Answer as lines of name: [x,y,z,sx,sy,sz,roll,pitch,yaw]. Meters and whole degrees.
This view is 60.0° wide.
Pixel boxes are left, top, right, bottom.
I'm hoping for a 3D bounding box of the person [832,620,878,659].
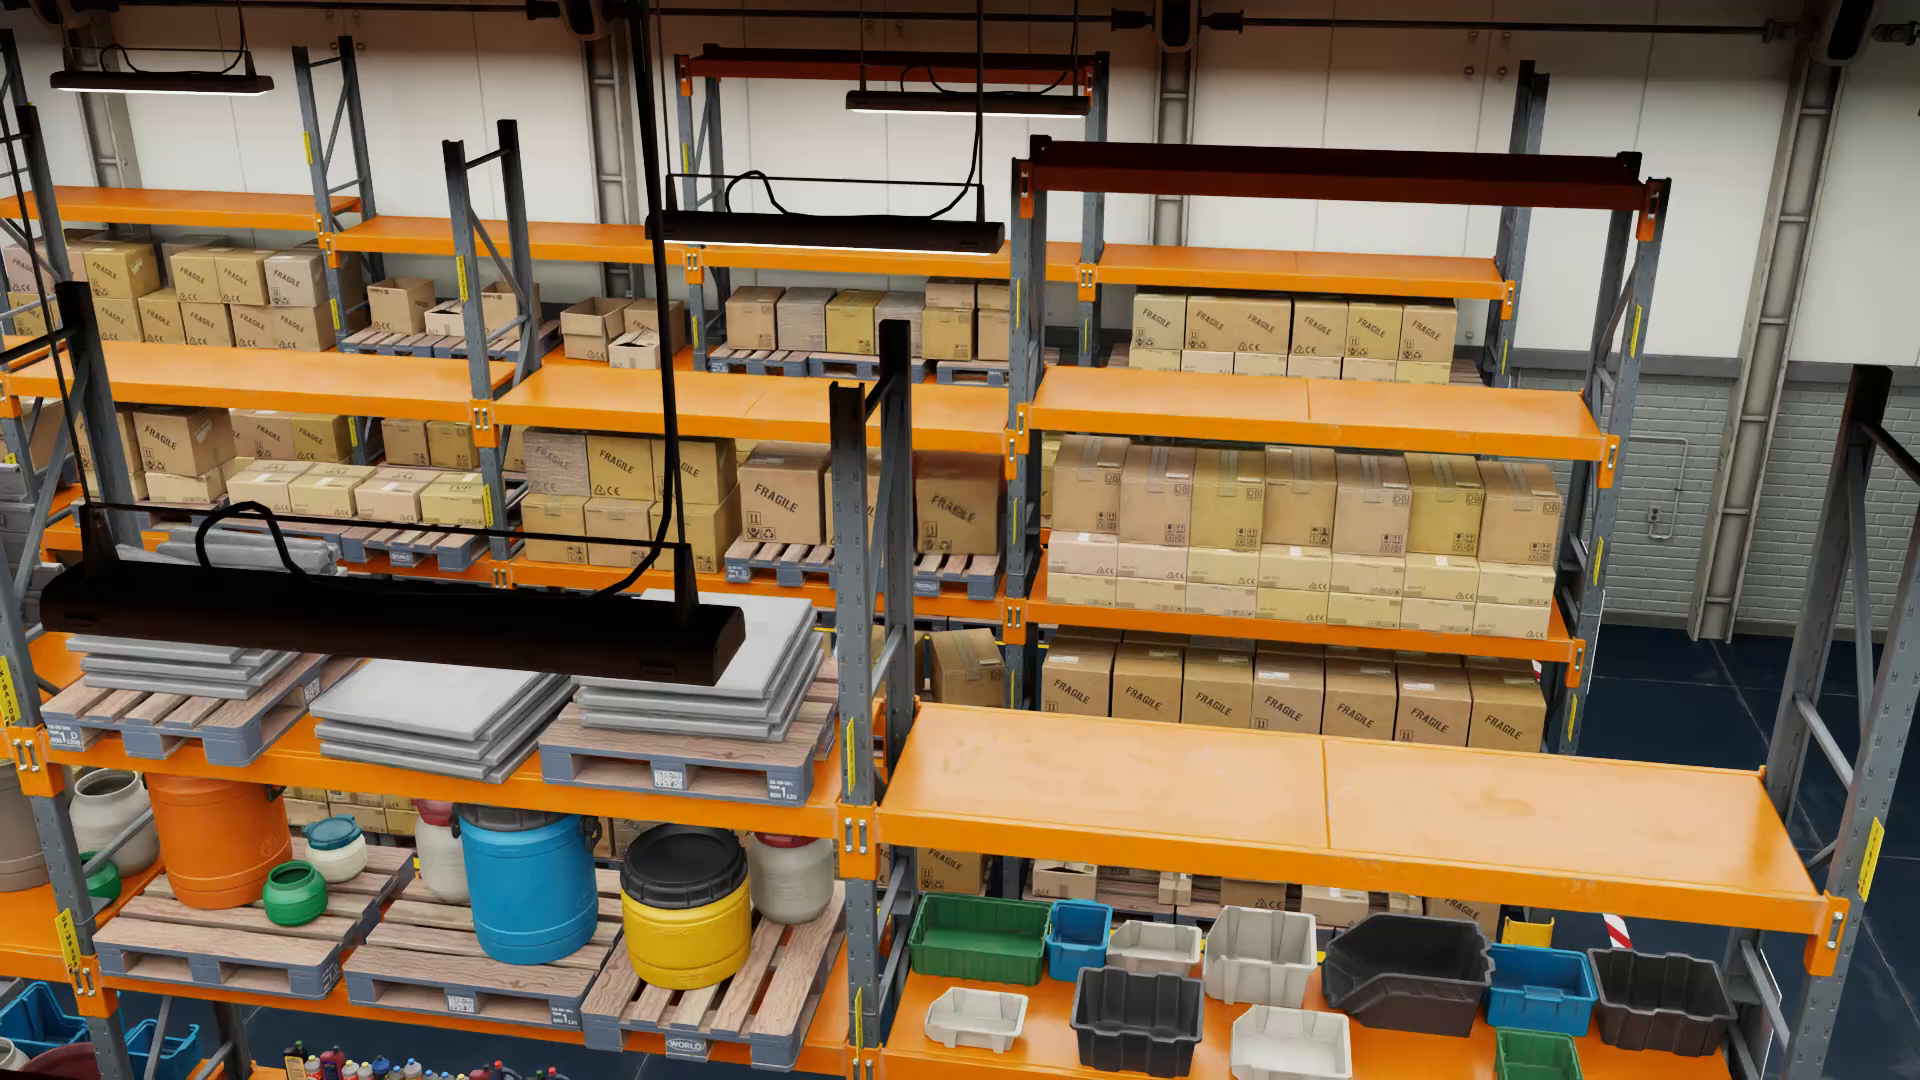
person: [-0.957,1.103,15.167,0.666,1.589,0.511,3,23,6]
